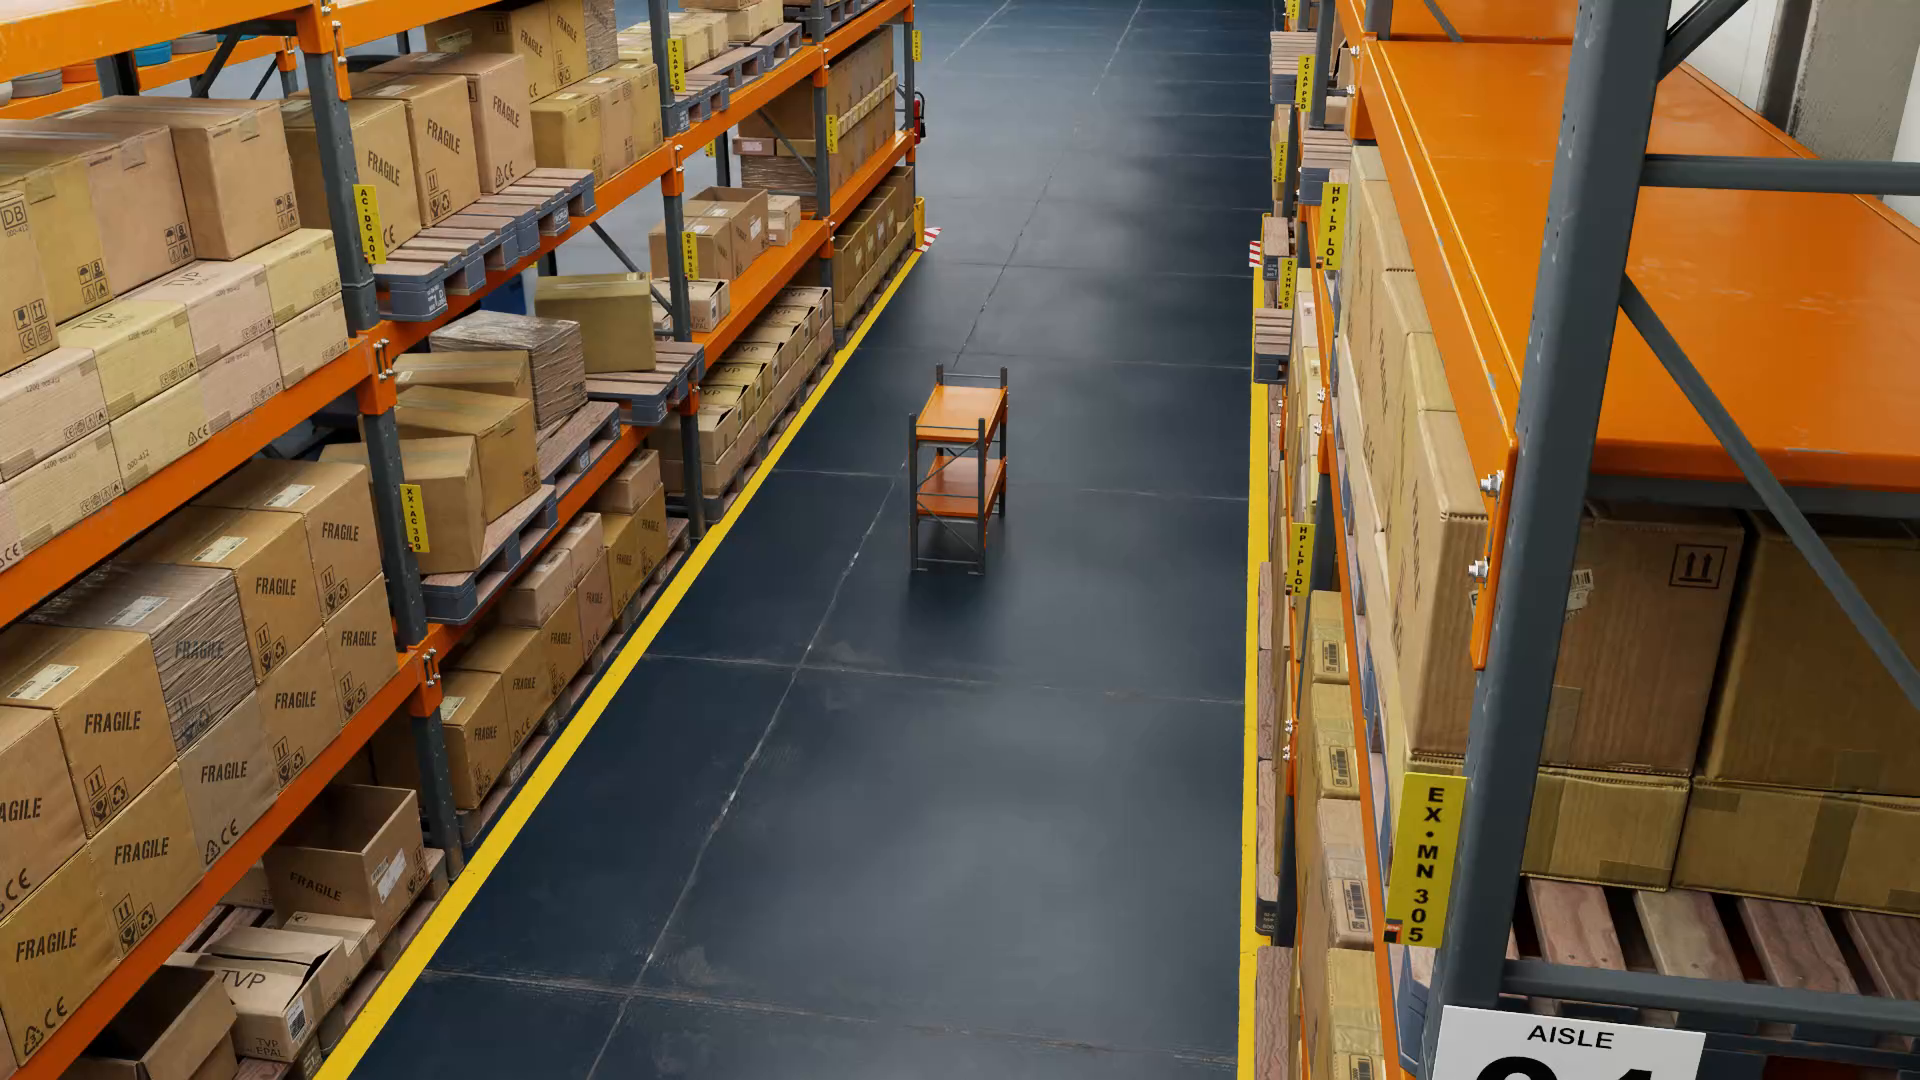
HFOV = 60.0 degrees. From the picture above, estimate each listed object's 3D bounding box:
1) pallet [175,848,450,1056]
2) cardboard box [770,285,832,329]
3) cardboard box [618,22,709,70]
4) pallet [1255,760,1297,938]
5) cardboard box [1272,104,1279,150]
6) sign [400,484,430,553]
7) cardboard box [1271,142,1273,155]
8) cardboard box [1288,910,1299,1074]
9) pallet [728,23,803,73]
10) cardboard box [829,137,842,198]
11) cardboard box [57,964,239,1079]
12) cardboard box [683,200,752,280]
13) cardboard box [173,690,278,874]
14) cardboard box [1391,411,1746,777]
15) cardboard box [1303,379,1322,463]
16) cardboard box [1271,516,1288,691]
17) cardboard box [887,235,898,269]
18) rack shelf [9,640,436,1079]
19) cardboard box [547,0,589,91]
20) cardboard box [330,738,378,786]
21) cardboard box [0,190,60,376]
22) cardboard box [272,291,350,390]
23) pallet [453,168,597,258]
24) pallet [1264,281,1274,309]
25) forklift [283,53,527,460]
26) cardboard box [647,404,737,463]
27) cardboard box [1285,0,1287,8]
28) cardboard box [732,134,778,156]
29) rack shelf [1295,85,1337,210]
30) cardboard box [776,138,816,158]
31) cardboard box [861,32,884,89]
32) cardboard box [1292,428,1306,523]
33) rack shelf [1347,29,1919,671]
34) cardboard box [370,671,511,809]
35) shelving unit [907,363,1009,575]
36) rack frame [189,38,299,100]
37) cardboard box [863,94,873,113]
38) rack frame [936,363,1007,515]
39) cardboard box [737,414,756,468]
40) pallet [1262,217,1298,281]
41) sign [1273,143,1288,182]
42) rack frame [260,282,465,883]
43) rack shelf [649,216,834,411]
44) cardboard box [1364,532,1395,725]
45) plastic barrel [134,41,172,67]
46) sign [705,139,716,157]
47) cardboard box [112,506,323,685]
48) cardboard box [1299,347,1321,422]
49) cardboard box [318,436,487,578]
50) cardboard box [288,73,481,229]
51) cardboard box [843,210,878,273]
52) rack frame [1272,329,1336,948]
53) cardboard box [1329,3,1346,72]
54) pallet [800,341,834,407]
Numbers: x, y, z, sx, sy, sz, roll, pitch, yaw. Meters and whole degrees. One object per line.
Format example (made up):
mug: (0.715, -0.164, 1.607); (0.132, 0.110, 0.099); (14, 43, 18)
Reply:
pallet: (-3.077, 1.813, 7.628); (1.003, 0.211, 1.213); (4, 25, 9)
cardboard box: (-1.440, -2.093, 14.769); (0.500, 0.311, 0.500); (4, 25, 9)
cardboard box: (-2.119, -3.543, 11.925); (0.500, 0.250, 0.500); (4, 25, 7)
pallet: (1.975, 1.540, 8.212); (1.003, 0.211, 1.213); (4, 25, 9)
cardboard box: (3.329, -4.095, 16.228); (0.500, 0.500, 0.500); (3, 25, 7)
sign: (-2.427, -0.095, 7.393); (0.100, 0.325, 0.005); (4, 25, 9)
cardboard box: (3.421, -3.955, 16.815); (0.500, 0.250, 0.500); (3, 25, 7)
cardboard box: (1.700, 1.852, 6.708); (0.700, 0.500, 0.500); (4, 25, 9)
pallet: (-1.788, -3.985, 13.413); (0.805, 0.209, 1.217); (3, 25, 6)
cardboard box: (-1.510, -3.535, 15.647); (0.700, 0.500, 0.500); (4, 25, 8)
cardboard box: (-3.266, 1.980, 6.407); (0.797, 0.503, 0.637); (4, 25, 9)
cardboard box: (-1.966, -2.378, 13.175); (0.500, 0.500, 0.500); (4, 25, 9)
cardboard box: (-2.957, 0.875, 6.224); (0.500, 0.500, 0.500); (5, 25, 10)
cardboard box: (1.120, 0.087, 3.167); (0.500, 0.500, 0.500); (4, 25, 8)
cardboard box: (1.924, -0.564, 8.039); (0.500, 0.250, 0.500); (5, 25, 10)
cardboard box: (2.178, 0.379, 9.442); (0.750, 0.750, 0.750); (4, 25, 8)
cardboard box: (-0.949, -3.037, 17.448); (0.500, 0.250, 0.500); (4, 25, 9)
rack shelf: (-3.291, 1.425, 6.016); (1.077, 0.370, 4.000); (4, 25, 9)
cardboard box: (-2.471, -2.871, 9.511); (0.500, 0.500, 0.500); (4, 25, 9)
cardboard box: (-3.166, 0.969, 8.570); (0.500, 0.500, 0.500); (4, 25, 8)
cardboard box: (-3.235, -0.759, 4.998); (0.700, 0.500, 0.500); (4, 25, 9)
cardboard box: (-2.781, -0.806, 6.572); (0.500, 0.250, 0.500); (4, 25, 9)
pallet: (-2.622, -1.712, 8.554); (1.213, 0.211, 1.003); (4, 25, 9)
pallet: (3.503, -2.274, 16.358); (1.003, 0.211, 1.213); (4, 25, 9)
forklift: (-4.561, -2.173, 12.936); (1.130, 2.935, 3.031); (5, 26, 11)
cardboard box: (-1.935, -0.808, 12.024); (0.500, 0.311, 0.500); (5, 26, 10)
cardboard box: (3.461, -5.483, 16.245); (0.500, 0.500, 0.500); (6, 26, 12)
cardboard box: (-1.823, -3.551, 14.914); (0.380, 0.149, 0.250); (4, 25, 8)
rack shelf: (2.904, -2.938, 11.798); (1.077, 0.370, 4.000); (4, 25, 9)
cardboard box: (-1.422, -3.521, 14.851); (0.380, 0.149, 0.250); (4, 25, 8)
cardboard box: (-1.181, -4.952, 17.143); (0.700, 0.500, 0.500); (3, 25, 7)
cardboard box: (1.915, -0.219, 8.186); (0.500, 0.500, 0.500); (4, 25, 9)
rack shelf: (1.597, -0.769, 4.099); (1.077, 0.370, 4.000); (4, 25, 9)
cardboard box: (-2.645, 1.010, 8.483); (0.500, 0.500, 0.500); (3, 25, 6)
shelving unit: (-0.001, -0.507, 11.505); (0.538, 1.125, 1.048); (4, 25, 9)
rack frame: (-6.543, -3.428, 15.535); (1.000, 3.000, 0.127); (4, 25, 9)
cardboard box: (-1.087, -4.380, 16.687); (0.380, 0.149, 0.250); (5, 25, 10)
rack frame: (0.082, -0.719, 11.960); (0.500, 1.125, 0.032); (4, 25, 9)
cardboard box: (-1.854, -0.764, 12.592); (0.500, 0.250, 0.500); (3, 25, 7)
pallet: (2.963, -2.345, 13.448); (1.003, 0.211, 1.213); (4, 25, 9)
sign: (2.695, -3.168, 13.958); (0.100, 0.325, 0.005); (4, 25, 9)
rack frame: (-2.964, 0.263, 7.650); (1.000, 3.000, 0.127); (4, 25, 9)
rack shelf: (-1.983, -1.921, 13.164); (1.077, 0.370, 4.000); (4, 25, 9)
cardboard box: (1.212, 0.209, 3.791); (0.500, 0.250, 0.500); (3, 25, 7)
plastic barrel: (-6.625, -4.239, 13.137); (0.600, 0.901, 0.708); (4, 25, 9)
sign: (-2.204, -3.549, 14.679); (0.100, 0.325, 0.005); (4, 25, 9)
cardboard box: (-2.872, 0.209, 6.469); (0.500, 0.500, 0.500); (4, 25, 8)
cardboard box: (2.007, -0.777, 8.495); (0.500, 0.250, 0.500); (4, 25, 7)
cardboard box: (-2.666, -0.155, 7.930); (0.700, 0.500, 0.500); (-4, 25, -9)
cardboard box: (-2.722, -1.863, 7.923); (0.600, 0.600, 0.600); (4, 25, 8)
cardboard box: (-1.109, -2.958, 16.395); (0.500, 0.500, 0.500); (4, 25, 9)
rack frame: (1.924, 0.605, 6.920); (1.000, 3.000, 0.127); (4, 25, 9)
cardboard box: (2.861, -3.596, 11.744); (0.500, 0.500, 0.500); (3, 25, 7)
pallet: (-1.738, -1.509, 14.725); (1.003, 0.211, 1.213); (4, 25, 9)
